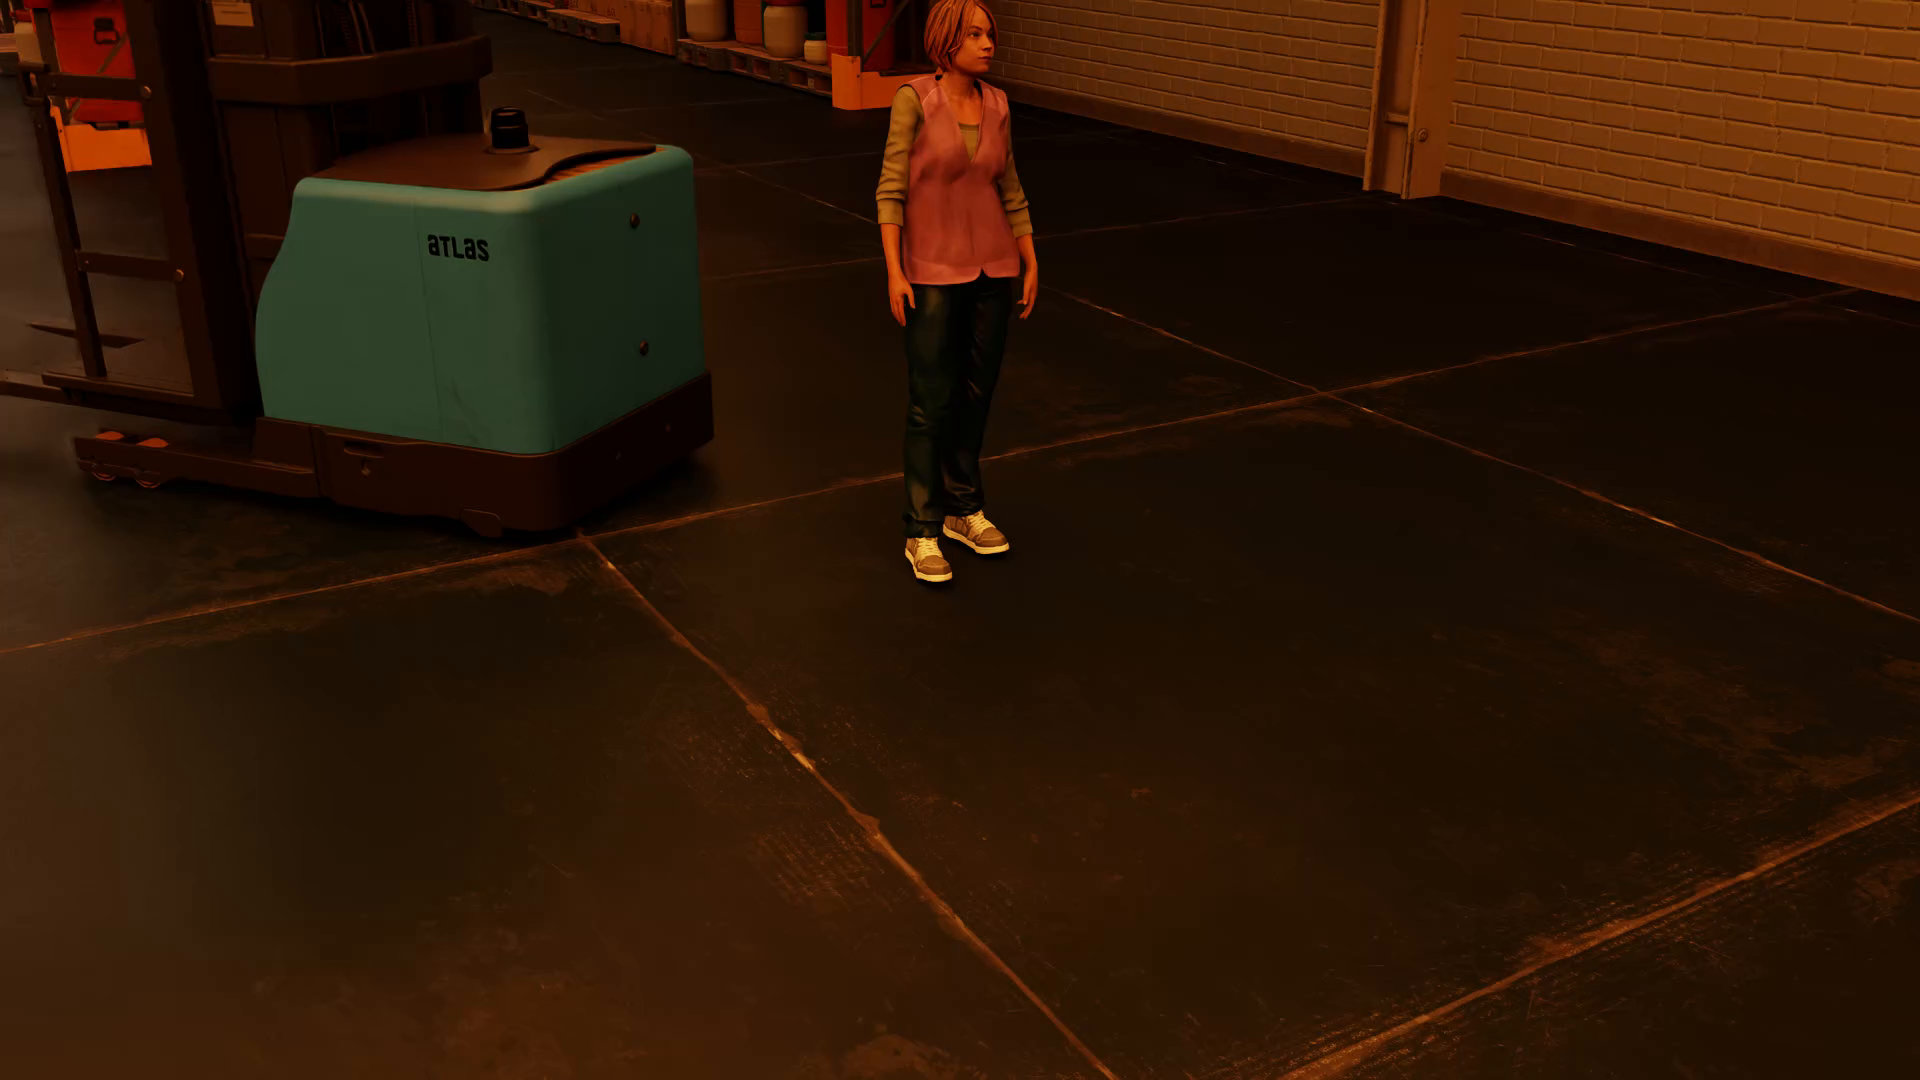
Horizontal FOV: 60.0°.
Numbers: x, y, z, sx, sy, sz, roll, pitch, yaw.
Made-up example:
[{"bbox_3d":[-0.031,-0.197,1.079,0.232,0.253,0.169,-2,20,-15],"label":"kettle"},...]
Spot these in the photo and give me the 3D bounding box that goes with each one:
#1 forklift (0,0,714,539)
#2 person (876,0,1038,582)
[{"bbox_3d":[-2.430,-1.703,5.423,3.031,2.935,1.130,9,24,20],"label":"forklift"},{"bbox_3d":[0.025,-0.719,4.763,0.519,1.598,0.475,-12,25,-28],"label":"person"}]
